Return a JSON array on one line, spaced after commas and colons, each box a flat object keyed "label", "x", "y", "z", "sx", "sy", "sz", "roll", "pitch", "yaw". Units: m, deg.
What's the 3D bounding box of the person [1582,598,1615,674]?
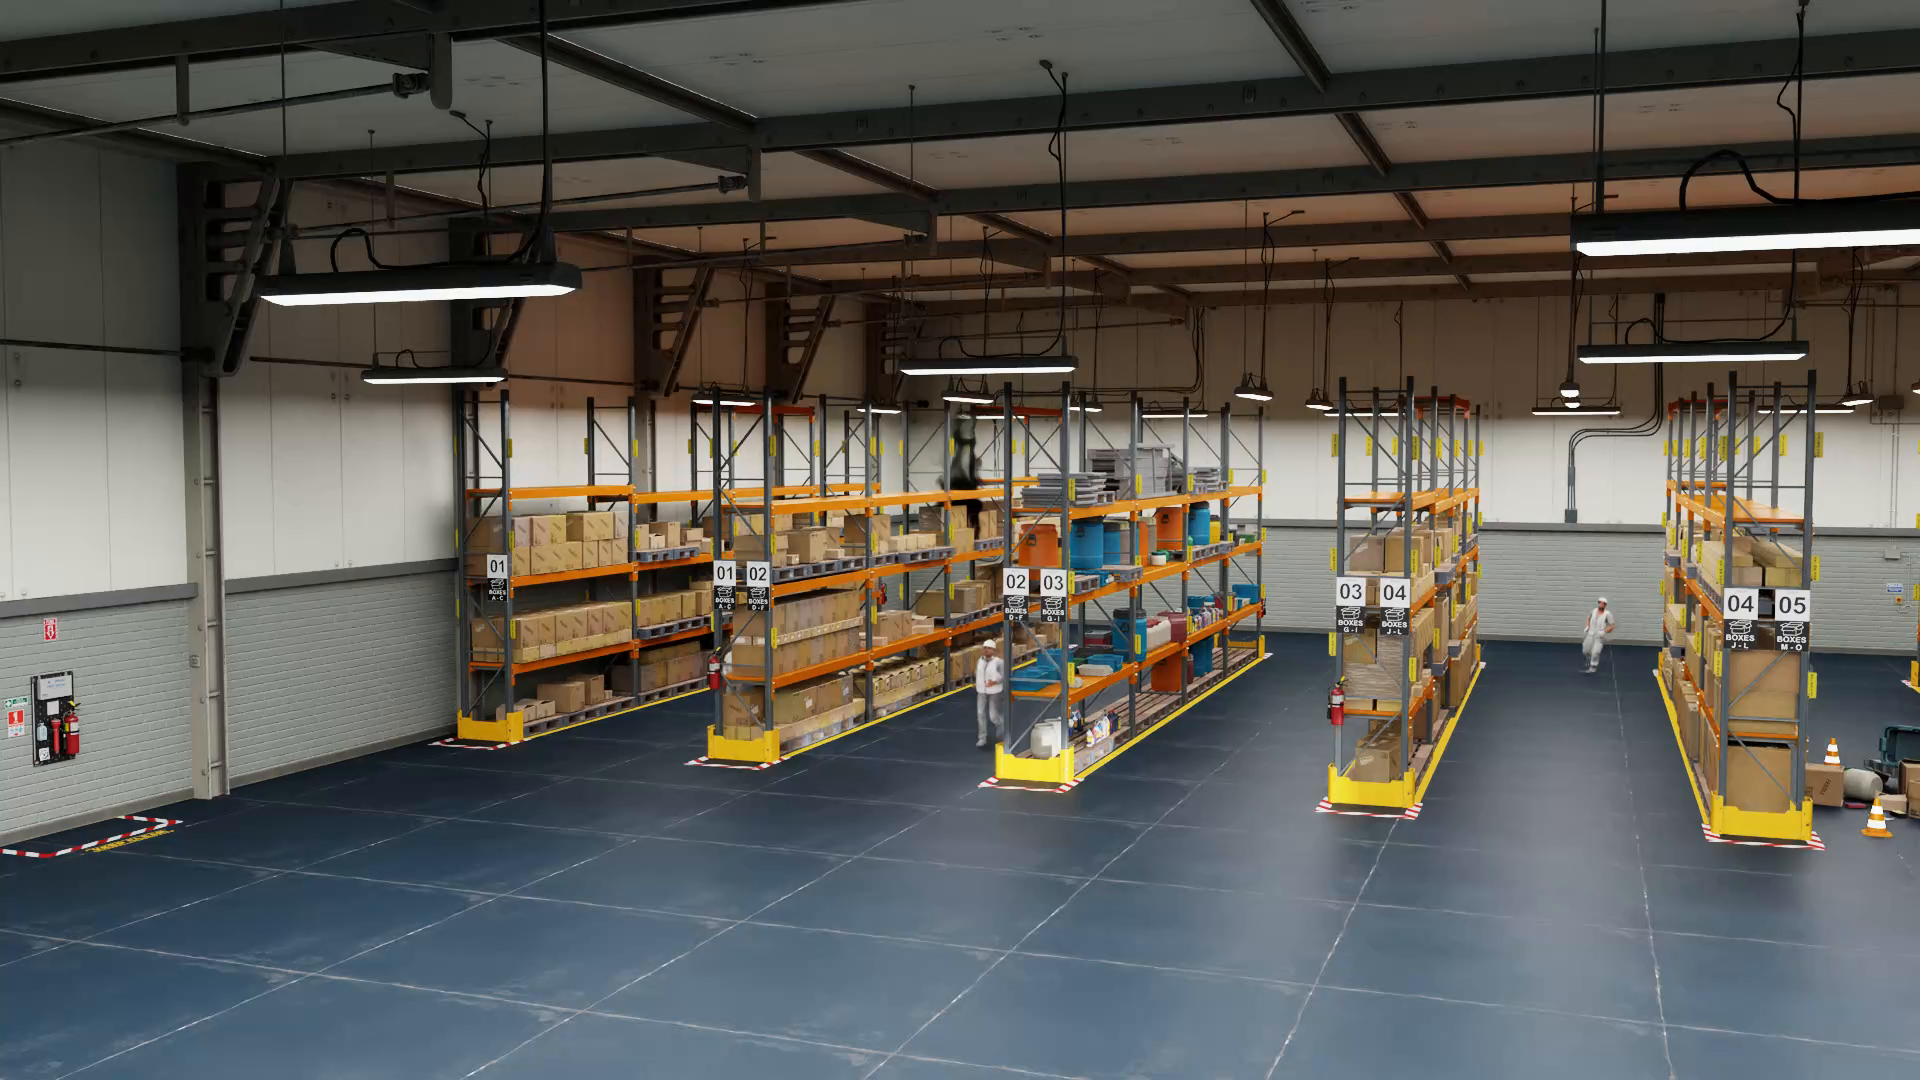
[{"label": "person", "x": 14.074, "y": 2.125, "z": 36.653, "sx": 0.549, "sy": 1.726, "sz": 0.696, "roll": -3, "pitch": 4, "yaw": -44}]

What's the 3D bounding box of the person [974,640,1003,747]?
[{"label": "person", "x": 0.496, "y": 2.561, "z": 28.048, "sx": 0.671, "sy": 1.760, "sz": 0.913, "roll": 1, "pitch": 3, "yaw": 23}]

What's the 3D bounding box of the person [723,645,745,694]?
[{"label": "person", "x": -4.019, "y": 2.546, "z": 29.761, "sx": 0.618, "sy": 1.652, "sz": 0.550, "roll": 1, "pitch": 3, "yaw": 16}]
